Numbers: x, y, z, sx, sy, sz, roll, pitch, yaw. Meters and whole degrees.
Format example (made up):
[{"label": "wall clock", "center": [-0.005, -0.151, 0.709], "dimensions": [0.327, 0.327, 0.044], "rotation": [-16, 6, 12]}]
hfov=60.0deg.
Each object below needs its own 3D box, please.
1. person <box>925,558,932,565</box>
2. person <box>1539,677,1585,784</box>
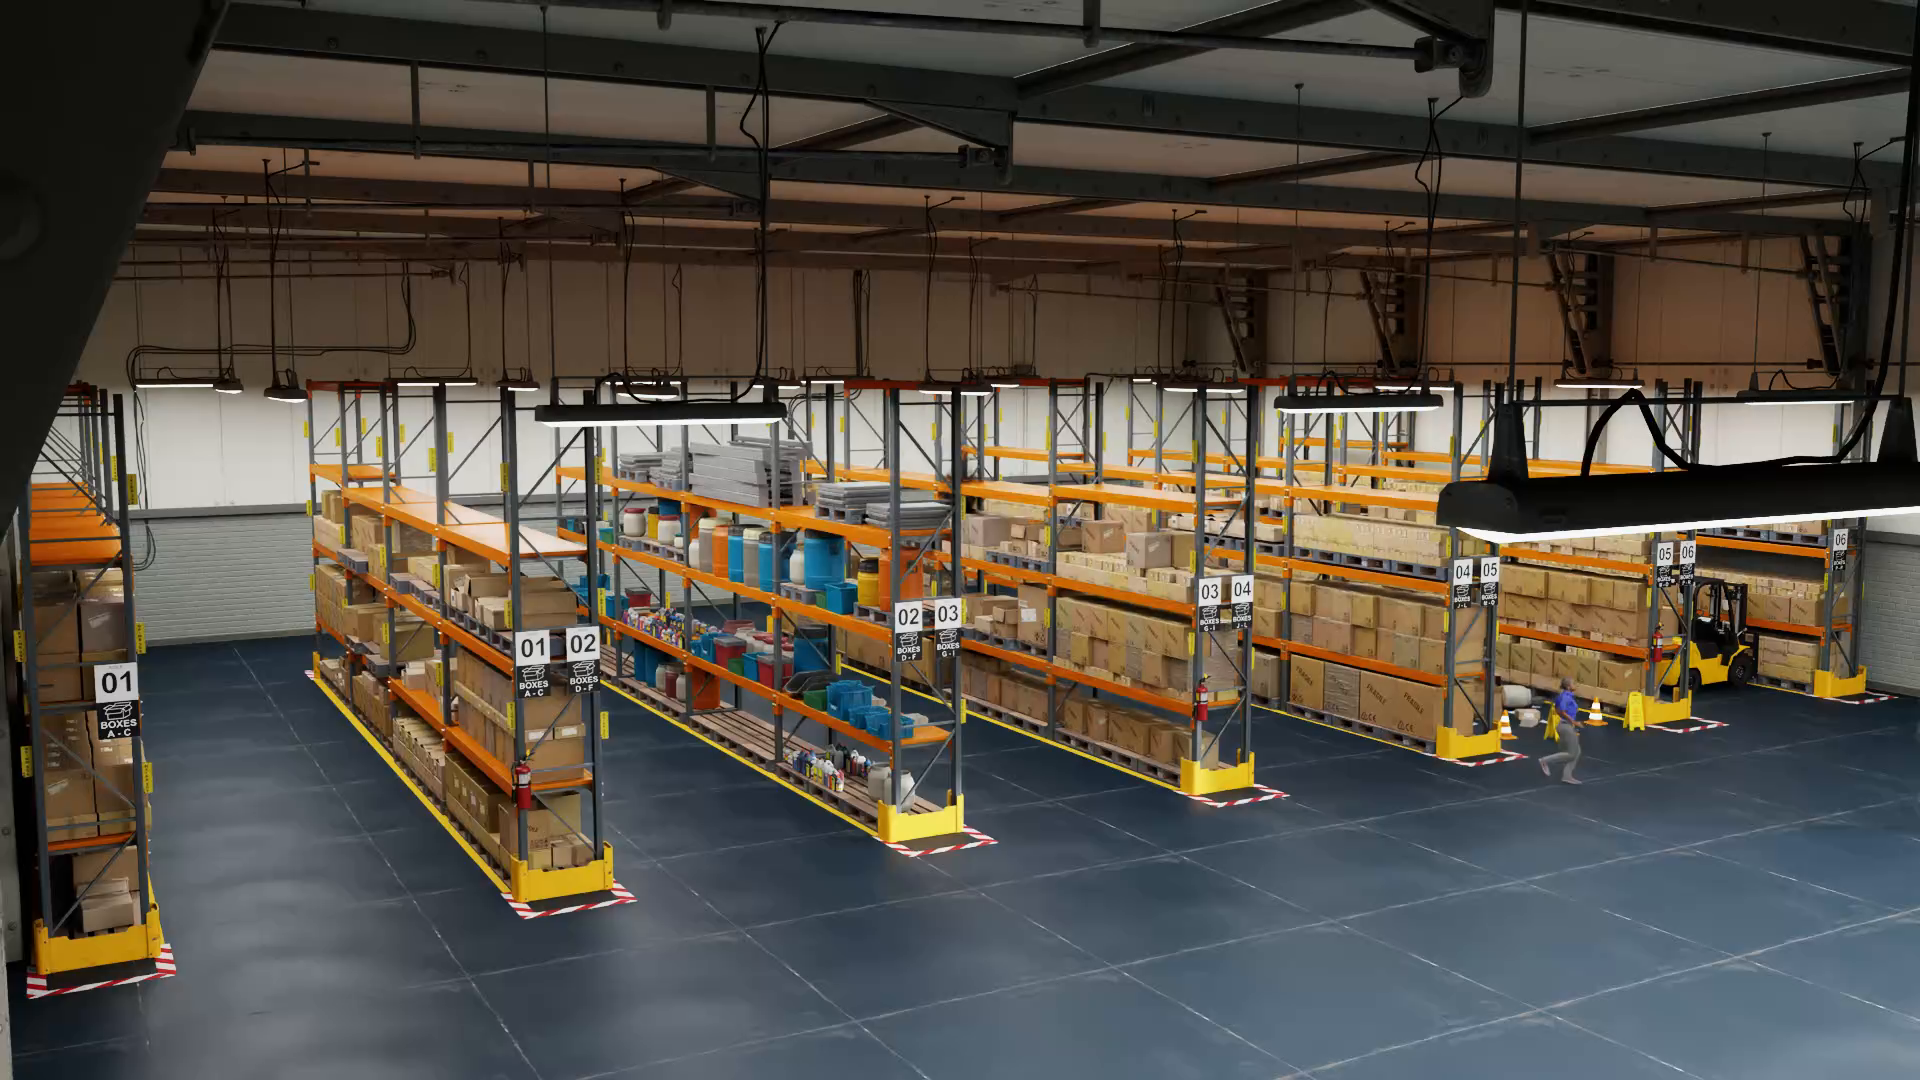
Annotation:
[{"label": "person", "center": [-0.832, 1.195, 40.883], "dimensions": [0.669, 1.599, 0.817], "rotation": [3, 7, 28]}, {"label": "person", "center": [9.110, 2.870, 25.189], "dimensions": [0.639, 1.596, 0.580], "rotation": [2, 6, 15]}]
